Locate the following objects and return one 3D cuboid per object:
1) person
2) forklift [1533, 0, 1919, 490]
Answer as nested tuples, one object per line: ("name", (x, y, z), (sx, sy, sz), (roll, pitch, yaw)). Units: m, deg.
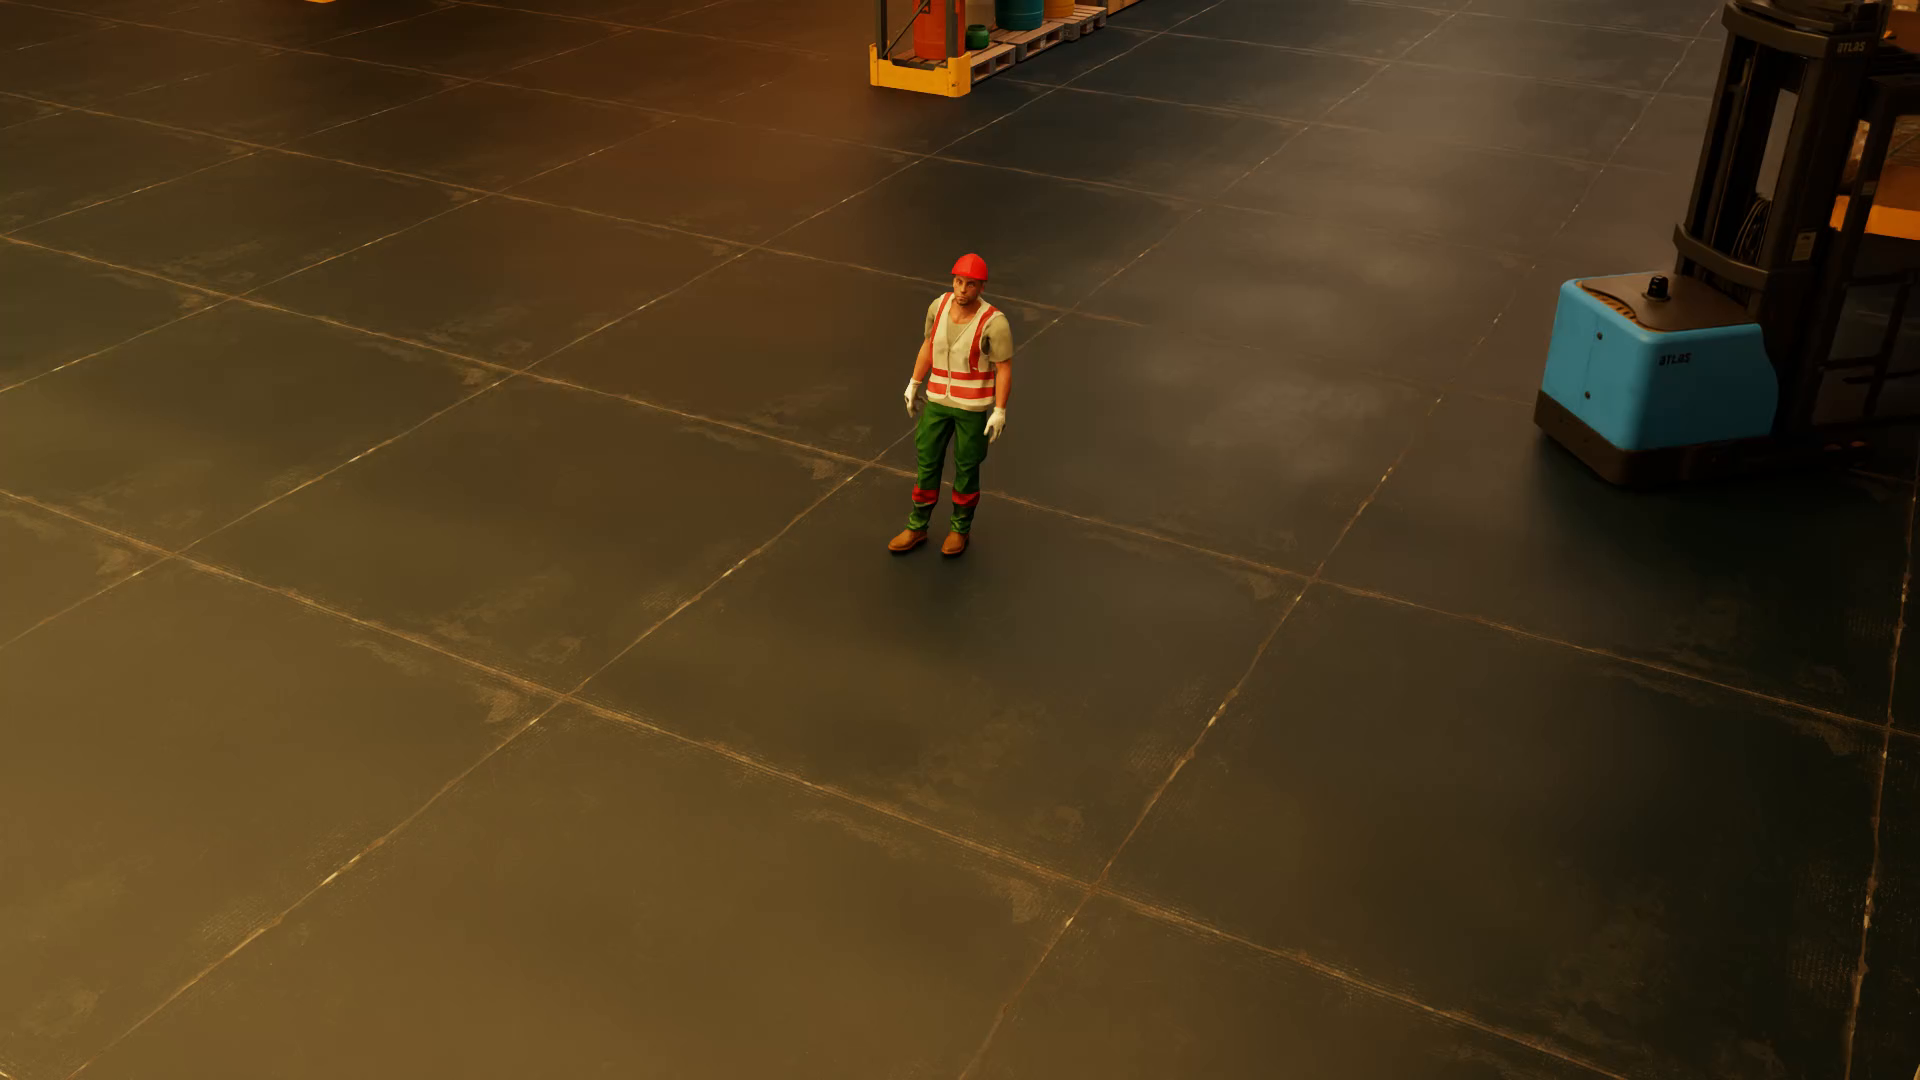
("person", (-0.050, -0.749, 9.496), (0.637, 1.790, 0.562), (15, 33, 25))
("forklift", (5.452, -1.972, 10.487), (3.031, 2.935, 1.130), (-7, 31, -12))
